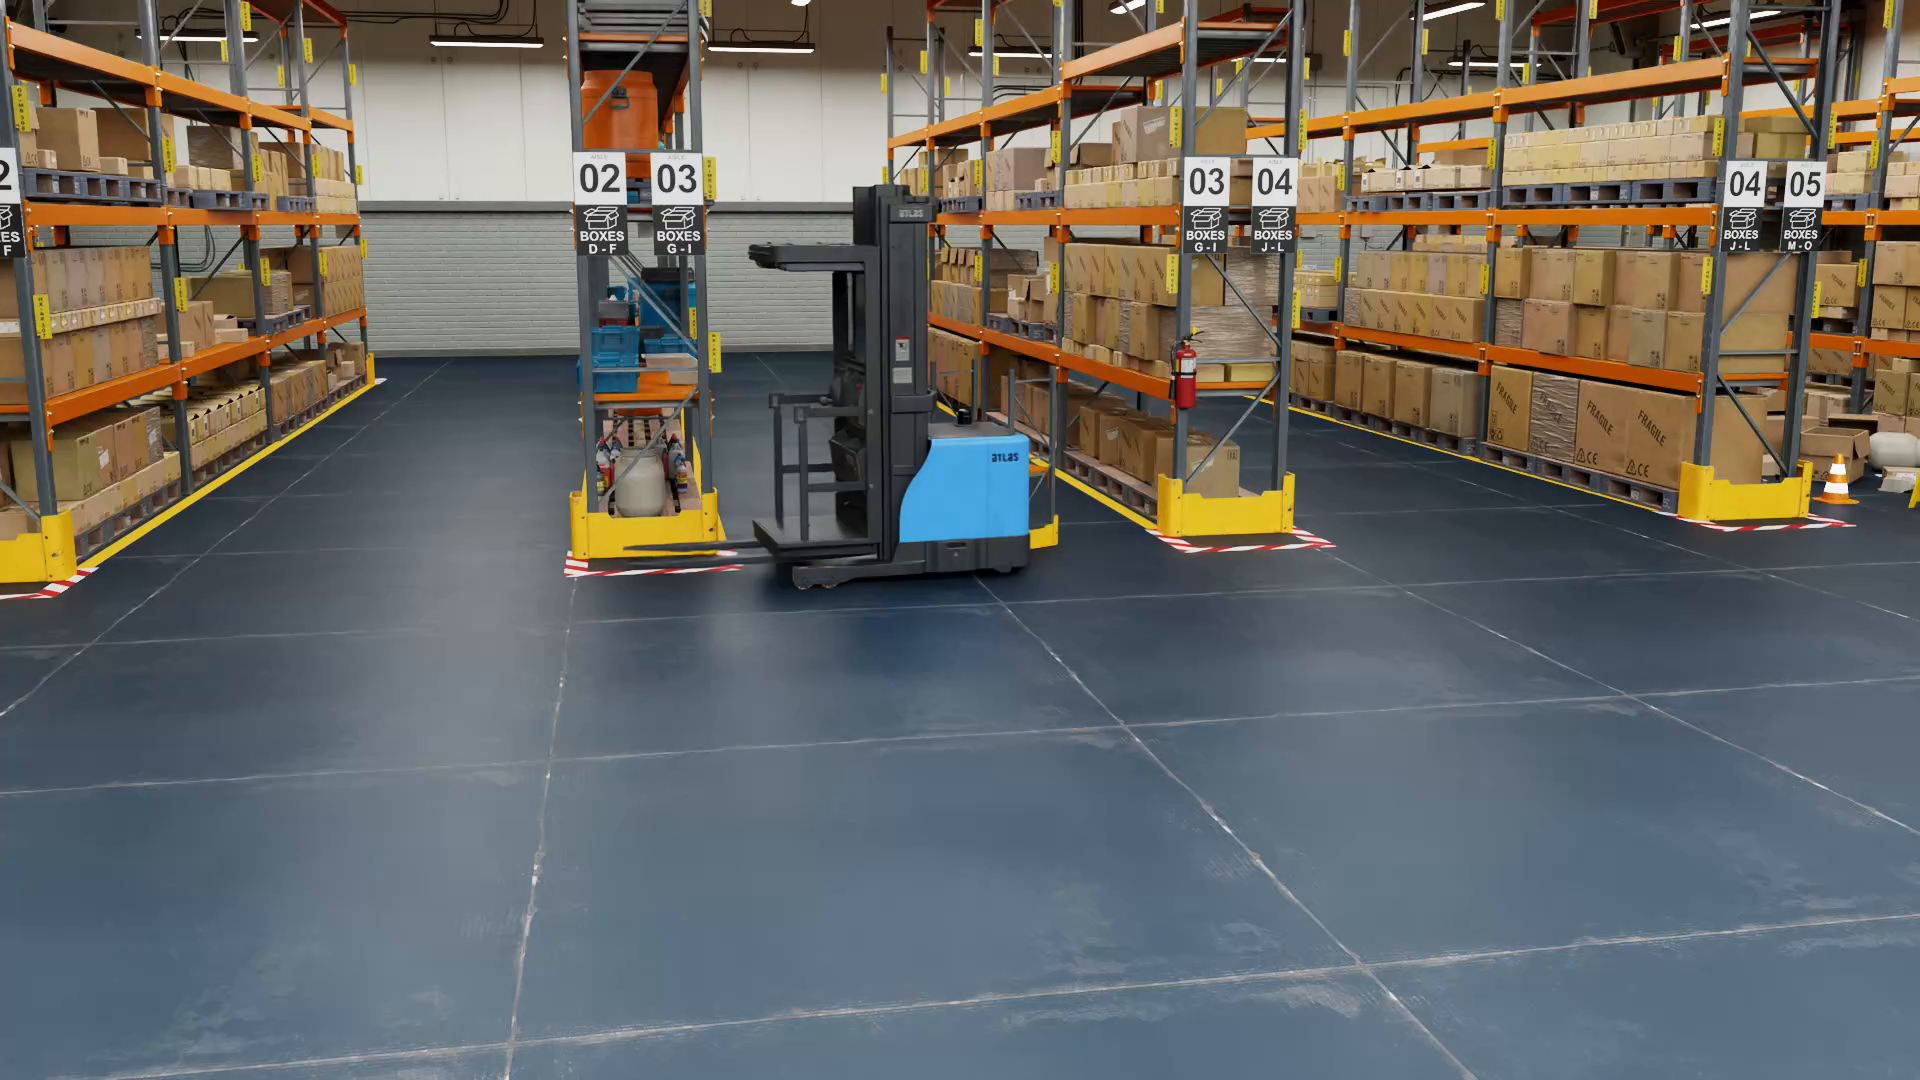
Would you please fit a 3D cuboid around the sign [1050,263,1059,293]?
[{"bbox_3d":[1.019,-2.820,17.895,0.100,0.325,0.005,-2,11,-11],"label":"sign"}]

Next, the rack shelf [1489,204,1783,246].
[{"bbox_3d":[6.837,-3.188,16.823,1.077,0.370,4.000,-2,11,-11],"label":"rack shelf"}]

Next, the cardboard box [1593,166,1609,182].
[{"bbox_3d":[6.533,-3.635,16.529,0.380,0.149,0.250,-2,11,-10],"label":"cardboard box"}]

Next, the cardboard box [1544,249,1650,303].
[{"bbox_3d":[6.677,-2.769,17.432,0.875,0.550,0.550,-2,11,-11],"label":"cardboard box"}]

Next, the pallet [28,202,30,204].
[{"bbox_3d":[-15.192,-5.227,25.852,1.003,0.211,1.213,-2,11,-11],"label":"pallet"}]

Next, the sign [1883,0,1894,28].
[{"bbox_3d":[10.741,-6.095,19.232,0.100,0.325,0.005,-2,11,-11],"label":"sign"}]

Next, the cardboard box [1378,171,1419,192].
[{"bbox_3d":[5.693,-4.590,21.280,0.500,0.250,0.500,-2,11,-9],"label":"cardboard box"}]

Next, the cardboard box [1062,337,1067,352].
[{"bbox_3d":[1.310,-2.099,17.872,0.380,0.149,0.250,-2,11,-11],"label":"cardboard box"}]

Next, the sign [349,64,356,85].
[{"bbox_3d":[-9.940,-7.614,27.210,0.100,0.325,0.005,-2,11,-11],"label":"sign"}]

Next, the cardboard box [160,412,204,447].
[{"bbox_3d":[-7.991,-1.129,16.835,0.500,0.311,0.500,-2,11,-11],"label":"cardboard box"}]

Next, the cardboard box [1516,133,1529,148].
[{"bbox_3d":[6.236,-4.306,17.921,0.380,0.149,0.250,-2,11,-11],"label":"cardboard box"}]

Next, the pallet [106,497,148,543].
[{"bbox_3d":[-7.800,-0.171,14.532,1.003,0.211,1.213,-2,11,-11],"label":"pallet"}]

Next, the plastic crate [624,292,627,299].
[{"bbox_3d":[-5.590,-3.887,26.881,0.416,0.233,0.300,-2,11,-11],"label":"plastic crate"}]

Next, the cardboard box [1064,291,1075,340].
[{"bbox_3d":[1.590,-2.383,17.630,0.875,0.500,0.500,-2,11,-11],"label":"cardboard box"}]

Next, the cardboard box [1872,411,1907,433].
[{"bbox_3d":[11.134,-1.370,19.604,0.500,0.250,0.500,-3,11,-14],"label":"cardboard box"}]

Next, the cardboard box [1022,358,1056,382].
[{"bbox_3d":[1.058,-2.144,20.941,0.500,0.250,0.500,-1,11,-5],"label":"cardboard box"}]

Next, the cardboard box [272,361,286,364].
[{"bbox_3d":[-9.856,-2.271,23.613,0.500,0.500,0.500,-3,11,-14],"label":"cardboard box"}]

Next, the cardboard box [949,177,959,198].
[{"bbox_3d":[0.132,-5.171,24.436,0.500,0.311,0.500,-3,11,-13],"label":"cardboard box"}]

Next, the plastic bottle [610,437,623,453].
[{"bbox_3d":[-3.404,-0.849,16.544,0.144,0.351,0.185,-2,11,-11],"label":"plastic bottle"}]

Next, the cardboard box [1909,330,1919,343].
[{"bbox_3d":[11.212,-2.348,19.181,0.380,0.149,0.250,-2,11,-11],"label":"cardboard box"}]

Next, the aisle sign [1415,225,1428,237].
[{"bbox_3d":[8.652,-6.113,31.341,0.394,0.787,0.004,-2,11,-11],"label":"aisle sign"}]

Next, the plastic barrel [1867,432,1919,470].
[{"bbox_3d":[10.175,-0.957,18.094,0.512,0.421,0.421,6,12,28],"label":"plastic barrel"}]

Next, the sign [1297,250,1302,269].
[{"bbox_3d":[5.436,-4.491,26.673,0.100,0.325,0.005,-2,11,-11],"label":"sign"}]

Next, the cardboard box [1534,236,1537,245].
[{"bbox_3d":[9.856,-5.073,28.149,0.380,0.149,0.250,-2,11,-10],"label":"cardboard box"}]

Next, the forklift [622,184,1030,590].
[{"bbox_3d":[-1.034,-1.184,12.578,3.031,2.935,1.130,-3,11,-17],"label":"forklift"}]

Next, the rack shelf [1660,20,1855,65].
[{"bbox_3d":[14.207,-8.874,29.790,1.077,0.370,4.000,-2,11,-11],"label":"rack shelf"}]

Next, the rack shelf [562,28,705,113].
[{"bbox_3d":[-2.906,-4.123,14.783,1.077,0.370,4.000,-2,11,-11],"label":"rack shelf"}]

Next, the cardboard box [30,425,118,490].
[{"bbox_3d":[-7.472,-0.692,14.037,0.500,0.500,0.500,-2,11,-11],"label":"cardboard box"}]

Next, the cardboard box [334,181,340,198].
[{"bbox_3d":[-9.844,-5.399,25.583,0.500,0.250,0.500,-2,11,-11],"label":"cardboard box"}]

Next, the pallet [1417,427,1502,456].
[{"bbox_3d":[6.224,-1.203,19.953,1.003,0.211,1.213,-2,11,-11],"label":"pallet"}]

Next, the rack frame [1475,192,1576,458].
[{"bbox_3d":[6.448,-2.434,18.963,1.000,3.000,0.127,-2,11,-11],"label":"rack frame"}]

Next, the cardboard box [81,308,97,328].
[{"bbox_3d":[-7.494,-1.863,13.959,0.380,0.149,0.250,-2,11,-12],"label":"cardboard box"}]

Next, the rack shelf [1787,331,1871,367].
[{"bbox_3d":[10.895,-2.646,22.001,1.077,0.370,4.000,-2,11,-11],"label":"rack shelf"}]

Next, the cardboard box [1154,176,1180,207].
[{"bbox_3d":[1.998,-3.018,14.408,0.500,0.250,0.500,-2,11,-10],"label":"cardboard box"}]

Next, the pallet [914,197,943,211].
[{"bbox_3d":[-0.142,-5.320,26.340,1.003,0.211,1.213,-2,11,-11],"label":"pallet"}]

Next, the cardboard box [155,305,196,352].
[{"bbox_3d":[-8.391,-2.200,17.465,0.500,0.500,0.500,-1,11,-7],"label":"cardboard box"}]

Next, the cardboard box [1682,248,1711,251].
[{"bbox_3d":[10.650,-4.006,24.280,0.500,0.500,0.500,-2,11,-13],"label":"cardboard box"}]

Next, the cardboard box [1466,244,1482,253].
[{"bbox_3d":[9.166,-4.903,28.994,0.500,0.500,0.500,-2,11,-10],"label":"cardboard box"}]

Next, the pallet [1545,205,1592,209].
[{"bbox_3d":[9.955,-5.313,26.579,0.805,0.209,1.217,-3,11,-13],"label":"pallet"}]

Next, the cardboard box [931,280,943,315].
[{"bbox_3d":[-0.149,-3.695,25.321,0.500,0.500,0.500,-2,11,-11],"label":"cardboard box"}]

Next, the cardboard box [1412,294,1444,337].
[{"bbox_3d":[5.888,-2.755,20.380,0.500,0.500,0.500,-2,11,-10],"label":"cardboard box"}]

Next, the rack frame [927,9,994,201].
[{"bbox_3d":[0.007,-6.687,25.261,1.000,3.000,0.127,-2,11,-11],"label":"rack frame"}]

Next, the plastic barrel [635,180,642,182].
[{"bbox_3d":[-2.864,-3.335,14.049,0.600,0.588,0.600,0,11,0],"label":"plastic barrel"}]

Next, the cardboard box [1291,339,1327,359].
[{"bbox_3d":[5.088,-2.816,24.528,0.500,0.250,0.500,-2,11,-10],"label":"cardboard box"}]

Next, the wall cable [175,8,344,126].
[{"bbox_3d":[-13.443,-8.984,32.130,3.097,2.526,0.112,-2,11,-11],"label":"wall cable"}]

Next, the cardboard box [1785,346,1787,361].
[{"bbox_3d":[14.699,-3.296,29.561,0.500,0.311,0.500,-2,11,-9],"label":"cardboard box"}]

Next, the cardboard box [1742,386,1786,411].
[{"bbox_3d":[9.544,-1.707,19.800,0.500,0.500,0.500,-2,11,-11],"label":"cardboard box"}]

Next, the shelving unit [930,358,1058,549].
[{"bbox_3d":[0.264,-0.742,14.085,0.587,1.500,1.083,-9,14,-38],"label":"shelving unit"}]

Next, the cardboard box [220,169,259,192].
[{"bbox_3d":[-9.051,-4.248,20.202,0.910,0.500,0.500,-2,11,-11],"label":"cardboard box"}]

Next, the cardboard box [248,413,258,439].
[{"bbox_3d":[-8.487,-1.320,19.340,0.500,0.250,0.500,-2,11,-12],"label":"cardboard box"}]

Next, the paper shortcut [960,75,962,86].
[{"bbox_3d":[0.013,-6.245,22.566,0.009,0.170,0.078,9,-22,-13],"label":"paper shortcut"}]

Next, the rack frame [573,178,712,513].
[{"bbox_3d":[-2.517,-1.359,13.312,1.000,3.000,0.127,-2,11,-11],"label":"rack frame"}]

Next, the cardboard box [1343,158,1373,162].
[{"bbox_3d":[5.673,-5.291,23.634,0.396,0.266,0.258,-2,11,-11],"label":"cardboard box"}]
